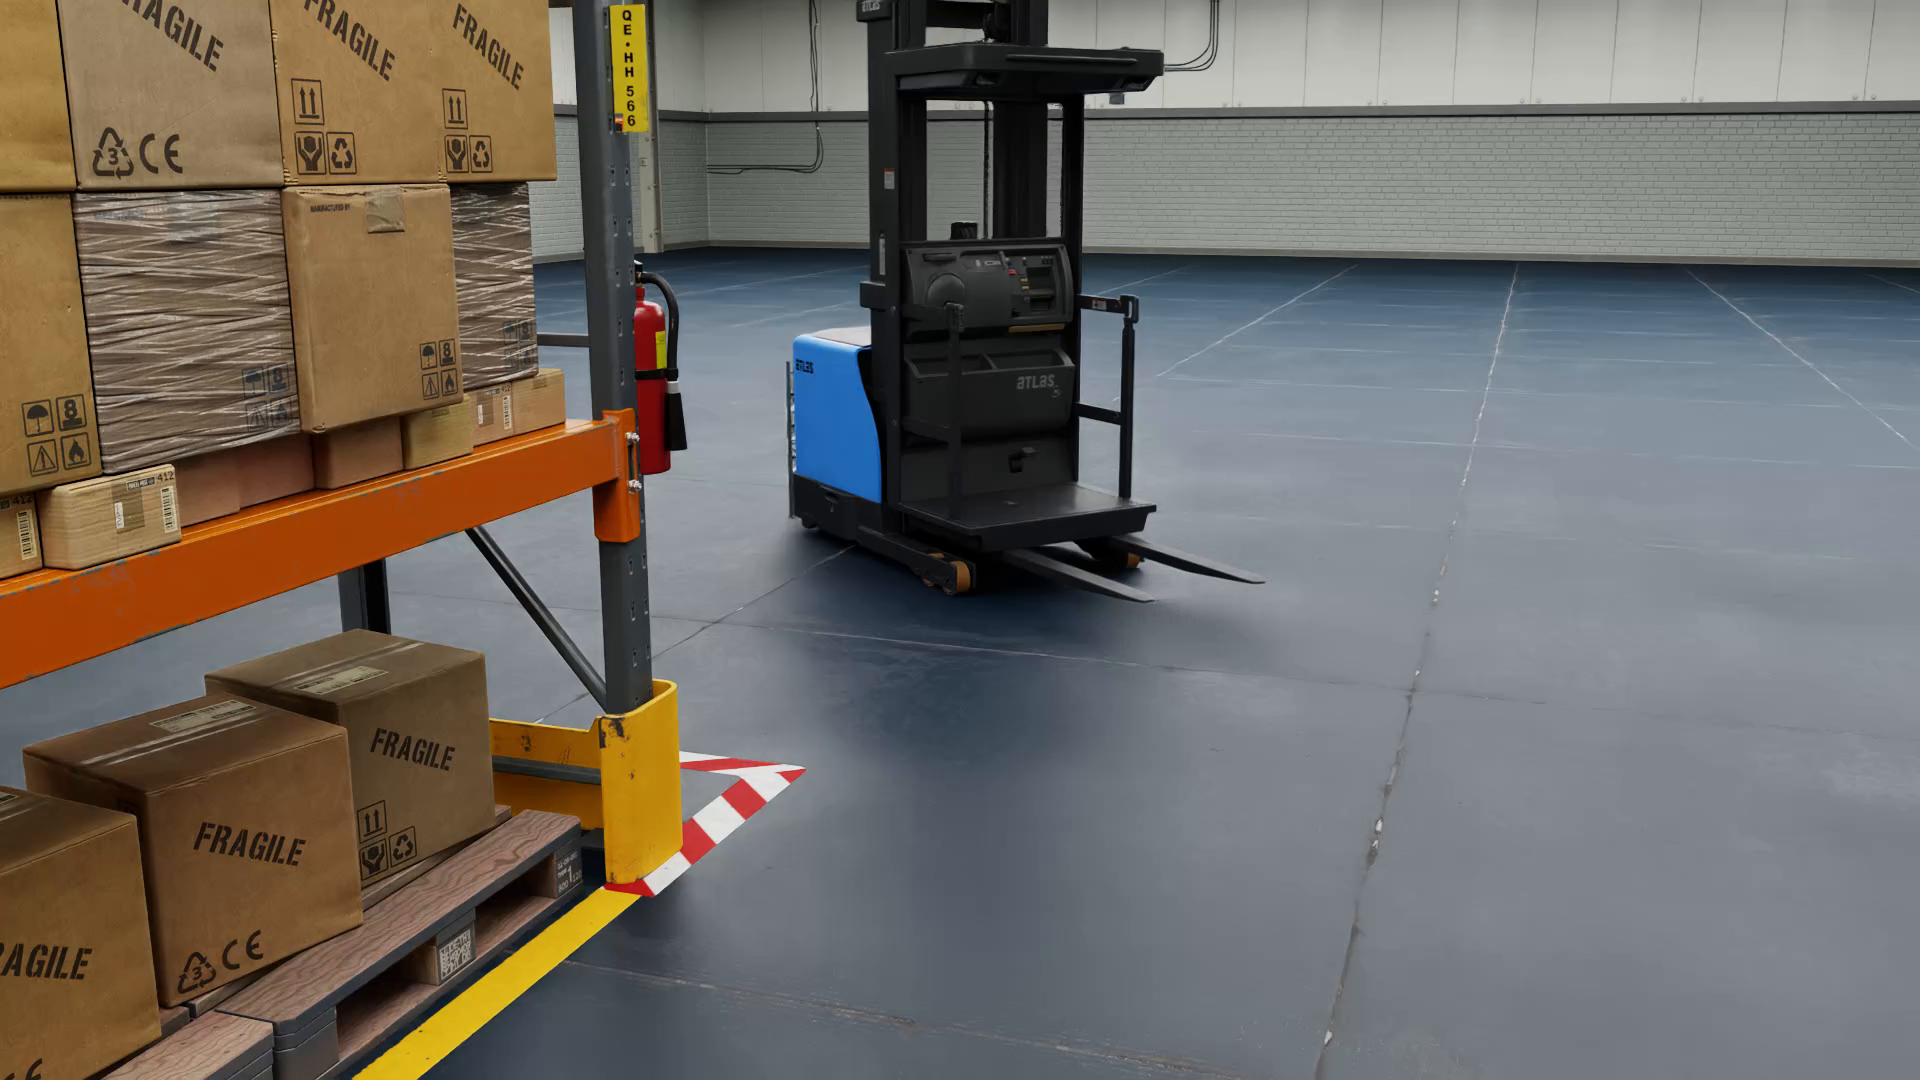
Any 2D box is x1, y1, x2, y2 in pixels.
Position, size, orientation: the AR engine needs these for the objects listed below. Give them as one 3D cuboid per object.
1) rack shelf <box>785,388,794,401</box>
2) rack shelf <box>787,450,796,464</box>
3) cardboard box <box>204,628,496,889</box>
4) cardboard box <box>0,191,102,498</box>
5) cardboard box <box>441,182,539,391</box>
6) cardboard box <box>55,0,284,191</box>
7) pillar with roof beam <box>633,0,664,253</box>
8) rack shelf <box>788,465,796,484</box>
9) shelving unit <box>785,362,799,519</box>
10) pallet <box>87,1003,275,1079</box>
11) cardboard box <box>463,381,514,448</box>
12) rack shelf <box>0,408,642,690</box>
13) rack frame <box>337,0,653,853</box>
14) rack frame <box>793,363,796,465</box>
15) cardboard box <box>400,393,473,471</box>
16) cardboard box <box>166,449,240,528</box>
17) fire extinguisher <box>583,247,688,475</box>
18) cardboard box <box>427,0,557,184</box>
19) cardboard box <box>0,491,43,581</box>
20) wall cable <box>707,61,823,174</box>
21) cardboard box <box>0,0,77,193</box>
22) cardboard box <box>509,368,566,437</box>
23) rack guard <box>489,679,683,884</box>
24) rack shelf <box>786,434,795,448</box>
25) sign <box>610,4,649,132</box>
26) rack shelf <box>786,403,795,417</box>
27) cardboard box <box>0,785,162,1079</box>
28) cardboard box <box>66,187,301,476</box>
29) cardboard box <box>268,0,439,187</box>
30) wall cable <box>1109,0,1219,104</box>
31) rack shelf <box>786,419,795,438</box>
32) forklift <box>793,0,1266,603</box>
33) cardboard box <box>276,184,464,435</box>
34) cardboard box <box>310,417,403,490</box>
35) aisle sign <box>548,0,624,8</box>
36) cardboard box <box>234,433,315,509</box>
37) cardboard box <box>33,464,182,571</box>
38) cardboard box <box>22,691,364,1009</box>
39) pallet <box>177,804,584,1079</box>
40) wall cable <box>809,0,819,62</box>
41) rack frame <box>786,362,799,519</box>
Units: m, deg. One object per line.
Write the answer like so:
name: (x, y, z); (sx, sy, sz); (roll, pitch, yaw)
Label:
rack shelf: (-0.848, -0.813, 9.465); (0.258, 0.077, 0.200); (1, 13, 5)
rack shelf: (-0.848, -0.462, 9.545); (0.258, 0.077, 0.200); (1, 13, 5)
cardboard box: (-1.614, 0.567, 4.435); (0.500, 0.500, 0.500); (7, 15, 29)
cardboard box: (-2.023, -0.336, 2.827); (0.875, 0.500, 0.500); (4, 14, 18)
cardboard box: (-1.600, -0.657, 4.232); (0.875, 0.500, 0.500); (4, 14, 18)
cardboard box: (-1.660, -0.914, 3.110); (0.500, 0.500, 0.500); (4, 14, 18)
pillar with roof beam: (-2.769, -10.497, 34.754); (9.100, 9.000, 0.400); (4, 14, 18)
rack shelf: (-0.848, -0.374, 9.565); (0.258, 0.077, 0.200); (1, 13, 5)
shelving unit: (-0.848, -0.582, 9.518); (0.258, 0.900, 0.210); (1, 13, 5)
pallet: (-2.113, 1.223, 3.155); (1.003, 0.211, 1.213); (4, 14, 18)
cardboard box: (-1.374, -0.327, 4.244); (0.380, 0.149, 0.250); (4, 14, 18)
rack shelf: (-2.043, 0.195, 3.010); (1.077, 0.370, 4.000); (4, 14, 18)
rack frame: (-1.396, -0.577, 4.775); (1.000, 3.000, 0.127); (4, 14, 18)
rack frame: (-0.839, -0.605, 9.616); (0.240, 0.900, 0.006); (1, 13, 5)
cardboard box: (-1.406, -0.271, 3.997); (0.380, 0.149, 0.250); (4, 14, 18)
cardboard box: (-1.682, -0.115, 3.316); (0.380, 0.149, 0.250); (4, 14, 18)
fire extinguisher: (-0.923, -0.530, 4.743); (0.296, 0.674, 0.183); (4, 14, 18)
cardboard box: (-1.340, -1.125, 4.034); (0.500, 0.500, 0.500); (4, 14, 18)
cardboard box: (-1.825, -0.009, 2.849); (0.380, 0.149, 0.250); (4, 14, 18)
wall cable: (-4.638, -9.818, 38.758); (3.097, 2.526, 0.112); (4, 14, 18)
cardboard box: (-1.830, -0.809, 2.652); (0.500, 0.500, 0.500); (4, 14, 18)
cardboard box: (-1.293, -0.380, 4.475); (0.380, 0.149, 0.250); (4, 14, 18)
rack guard: (-1.420, 0.658, 4.983); (1.175, 0.500, 0.348); (4, 14, 18)
rack shelf: (-0.848, -0.550, 9.525); (0.258, 0.077, 0.200); (1, 13, 5)
sign: (-0.877, -1.251, 4.417); (0.100, 0.325, 0.005); (4, 14, 18)
rack shelf: (-0.848, -0.725, 9.485); (0.258, 0.077, 0.200); (1, 13, 5)
cardboard box: (-1.995, 0.826, 3.302); (0.500, 0.500, 0.500); (6, 14, 24)
cardboard box: (-1.851, -0.441, 3.285); (0.875, 0.500, 0.500); (4, 14, 18)
cardboard box: (-1.496, -1.019, 3.571); (0.500, 0.500, 0.500); (4, 14, 18)
wall cable: (4.340, -12.303, 35.025); (2.305, 6.003, 0.169); (4, 14, 18)
rack shelf: (-0.848, -0.638, 9.505); (0.258, 0.077, 0.200); (1, 13, 5)
forklift: (0.262, -1.283, 8.024); (1.130, 2.935, 3.031); (-8, 15, -30)
cardboard box: (-1.648, -0.543, 3.733); (0.875, 0.500, 0.500); (4, 14, 18)
cardboard box: (-1.502, -0.219, 3.772); (0.380, 0.149, 0.250); (4, 14, 18)
aisle sign: (-1.092, -1.836, 4.448); (0.394, 0.787, 0.004); (4, 14, 18)
cardboard box: (-1.622, -0.169, 3.554); (0.380, 0.149, 0.250); (4, 14, 18)
cardboard box: (-1.679, -0.056, 3.058); (0.380, 0.149, 0.250); (4, 14, 18)
cardboard box: (-1.775, 0.696, 3.873); (0.500, 0.500, 0.500); (9, 15, 33)
pallet: (-1.717, 0.967, 4.277); (1.003, 0.211, 1.213); (4, 14, 18)
wall cable: (-2.078, -12.085, 37.343); (3.097, 2.526, 0.112); (4, 14, 18)
rack frame: (-0.856, -0.560, 9.419); (0.240, 0.900, 0.006); (1, 13, 5)
